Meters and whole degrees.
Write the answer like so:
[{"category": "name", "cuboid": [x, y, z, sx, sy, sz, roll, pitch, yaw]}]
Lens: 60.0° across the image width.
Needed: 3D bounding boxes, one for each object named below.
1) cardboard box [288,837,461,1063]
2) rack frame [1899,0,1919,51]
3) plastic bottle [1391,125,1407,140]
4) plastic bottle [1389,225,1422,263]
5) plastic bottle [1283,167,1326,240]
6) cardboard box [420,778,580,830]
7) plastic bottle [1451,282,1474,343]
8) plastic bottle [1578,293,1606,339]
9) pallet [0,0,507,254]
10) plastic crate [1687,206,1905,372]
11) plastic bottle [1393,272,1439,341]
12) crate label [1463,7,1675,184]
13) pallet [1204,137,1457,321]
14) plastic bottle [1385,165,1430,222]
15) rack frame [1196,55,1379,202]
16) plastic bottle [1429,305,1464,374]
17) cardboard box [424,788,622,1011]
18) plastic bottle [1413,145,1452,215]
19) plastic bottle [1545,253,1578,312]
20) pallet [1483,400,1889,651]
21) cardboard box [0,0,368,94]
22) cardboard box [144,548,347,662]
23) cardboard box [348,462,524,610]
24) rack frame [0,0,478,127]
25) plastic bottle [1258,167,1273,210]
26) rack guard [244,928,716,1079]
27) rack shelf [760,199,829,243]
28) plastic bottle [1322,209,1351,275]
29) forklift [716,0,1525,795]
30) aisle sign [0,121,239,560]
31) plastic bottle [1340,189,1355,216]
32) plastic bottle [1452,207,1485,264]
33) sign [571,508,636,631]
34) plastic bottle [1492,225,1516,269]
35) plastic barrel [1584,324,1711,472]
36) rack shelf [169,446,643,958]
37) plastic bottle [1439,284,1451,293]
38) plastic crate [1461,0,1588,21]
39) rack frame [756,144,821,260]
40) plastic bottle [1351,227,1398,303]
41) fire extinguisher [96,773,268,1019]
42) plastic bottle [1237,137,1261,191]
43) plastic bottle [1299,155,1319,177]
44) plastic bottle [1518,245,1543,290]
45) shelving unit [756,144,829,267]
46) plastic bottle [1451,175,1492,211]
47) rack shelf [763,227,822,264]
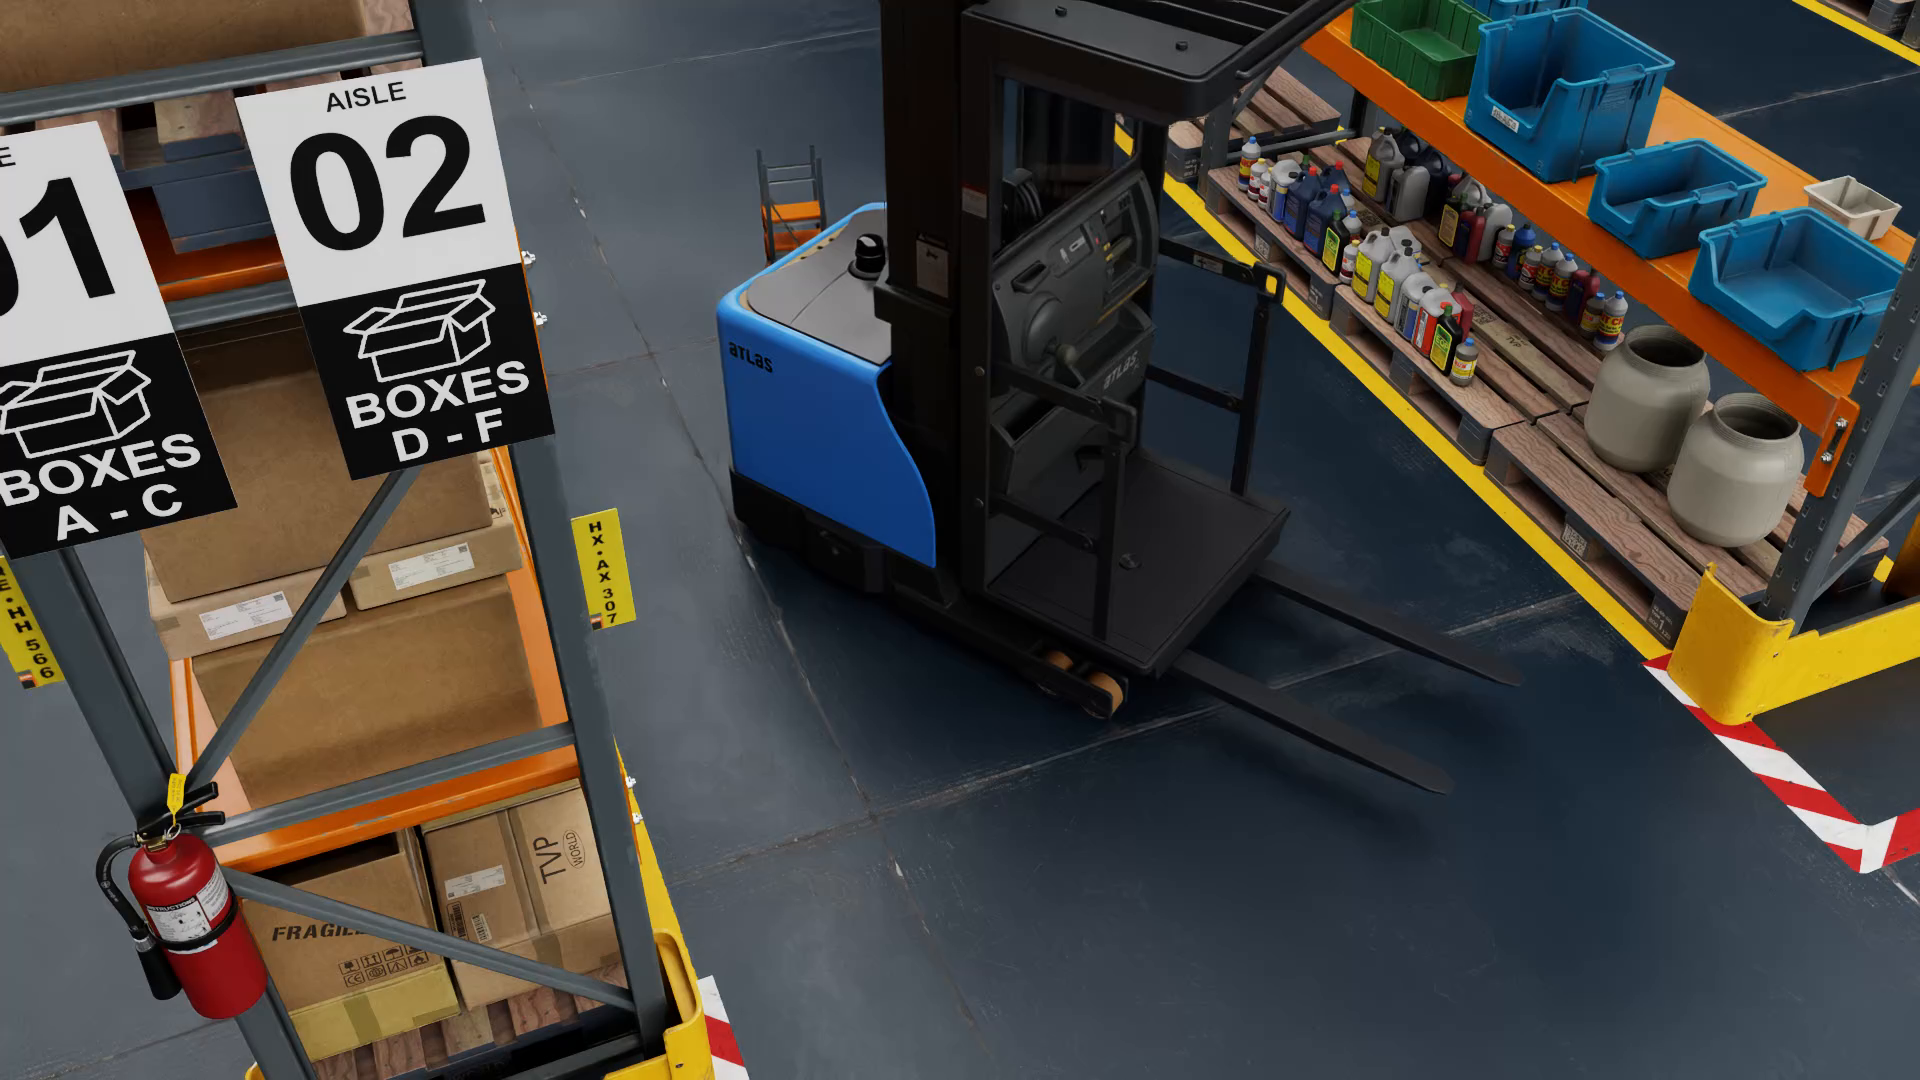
[{"category": "cardboard box", "cuboid": [-1.773, 1.195, 4.846, 0.500, 0.250, 0.500, -15, 43, -17]}, {"category": "rack frame", "cuboid": [6.329, -4.318, 9.470, 1.000, 3.000, 0.127, -15, 43, -17]}, {"category": "plastic bottle", "cuboid": [2.242, -2.011, 8.534, 0.061, 0.283, 0.133, -13, 42, -15]}, {"category": "plastic bottle", "cuboid": [2.040, -1.309, 7.723, 0.152, 0.276, 0.135, -15, 43, -17]}, {"category": "plastic bottle", "cuboid": [1.678, -1.655, 8.068, 0.144, 0.351, 0.185, -14, 43, -16]}, {"category": "cardboard box", "cuboid": [-1.487, 0.481, 5.102, 0.500, 0.500, 0.500, -15, 43, -17]}, {"category": "plastic bottle", "cuboid": [2.203, -0.992, 7.349, 0.061, 0.283, 0.133, -15, 43, -17]}, {"category": "plastic bottle", "cuboid": [2.838, -1.010, 7.433, 0.097, 0.201, 0.097, 0, 41, 0]}, {"category": "pallet", "cuboid": [-1.541, -0.975, 3.351, 1.003, 0.211, 1.213, -15, 43, -17]}, {"category": "plastic crate", "cuboid": [2.815, -0.843, 5.544, 0.499, 0.251, 0.616, -15, 43, -17]}, {"category": "plastic bottle", "cuboid": [2.051, -1.046, 7.417, 0.152, 0.276, 0.135, -16, 43, -18]}, {"category": "crate label", "cuboid": [2.329, -1.727, 6.431, 0.502, 0.435, 0.616, -15, 43, -17]}, {"category": "pallet", "cuboid": [1.971, -1.610, 8.460, 1.003, 0.211, 1.213, -15, 43, -17]}, {"category": "plastic bottle", "cuboid": [2.212, -1.732, 8.215, 0.152, 0.276, 0.135, -15, 43, -17]}, {"category": "rack frame", "cuboid": [1.753, -3.082, 8.033, 1.000, 3.000, 0.127, -15, 43, -17]}, {"category": "plastic bottle", "cuboid": [2.114, -0.872, 7.209, 0.061, 0.283, 0.133, -14, 43, -16]}, {"category": "cardboard box", "cuboid": [-1.294, 1.066, 4.997, 0.500, 0.250, 0.500, -15, 43, -17]}, {"category": "plastic bottle", "cuboid": [2.339, -1.813, 8.252, 0.144, 0.351, 0.185, -17, 44, -19]}, {"category": "plastic bottle", "cuboid": [2.746, -1.181, 7.578, 0.097, 0.271, 0.097, 0, 41, 0]}, {"category": "pallet", "cuboid": [2.905, -0.140, 6.751, 1.003, 0.211, 1.213, -15, 43, -17]}, {"category": "cardboard box", "cuboid": [-1.511, -1.175, 3.006, 0.797, 0.503, 0.637, -12, 42, -14]}, {"category": "cardboard box", "cuboid": [-1.617, 0.095, 3.765, 0.380, 0.149, 0.250, -16, 43, -18]}, {"category": "cardboard box", "cuboid": [-1.246, -0.013, 3.890, 0.380, 0.149, 0.250, -15, 43, -17]}, {"category": "rack frame", "cuboid": [-1.295, -1.714, 1.841, 1.000, 3.000, 0.127, -15, 43, -17]}, {"category": "plastic bottle", "cuboid": [1.547, -1.764, 8.309, 0.097, 0.201, 0.097, 0, 41, 0]}, {"category": "rack guard", "cuboid": [-1.285, 1.523, 4.595, 1.175, 0.500, 0.348, -15, 43, -17]}, {"category": "rack shelf", "cuboid": [-0.685, -1.320, 6.876, 0.258, 0.103, 0.180, -8, 31, -10]}, {"category": "plastic bottle", "cuboid": [1.775, -1.405, 7.830, 0.061, 0.283, 0.133, -13, 42, -15]}, {"category": "forklift", "cuboid": [0.569, -0.865, 5.508, 3.031, 2.935, 1.130, 25, 47, 26]}, {"category": "aisle sign", "cuboid": [-1.541, -0.312, 2.818, 0.394, 0.787, 0.004, -15, 43, -17]}, {"category": "plastic bottle", "cuboid": [1.845, -1.567, 8.027, 0.097, 0.271, 0.097, 0, 41, 0]}, {"category": "plastic bottle", "cuboid": [2.423, -1.467, 7.901, 0.061, 0.283, 0.133, -15, 43, -17]}, {"category": "sign", "cuboid": [-0.780, 0.068, 3.646, 0.100, 0.325, 0.005, -15, 43, -17]}, {"category": "plastic bottle", "cuboid": [2.591, -1.398, 7.884, 0.097, 0.201, 0.097, 0, 41, 0]}, {"category": "plastic barrel", "cuboid": [2.769, -0.568, 6.695, 0.421, 0.512, 0.421, 0, 41, 0]}, {"category": "rack shelf", "cuboid": [-2.060, -0.371, 5.432, 1.077, 0.370, 4.000, -15, 43, -17]}, {"category": "plastic bottle", "cuboid": [2.159, -1.060, 7.491, 0.097, 0.201, 0.097, 0, 41, 0]}, {"category": "plastic crate", "cuboid": [2.427, -2.427, 7.385, 0.499, 0.251, 0.616, -15, 43, -17]}, {"category": "rack frame", "cuboid": [-0.692, -1.093, 7.114, 0.240, 1.200, 0.006, -8, 31, -10]}, {"category": "plastic bottle", "cuboid": [1.913, -1.285, 7.638, 0.144, 0.351, 0.185, -15, 43, -17]}, {"category": "fire extinguisher", "cuboid": [-1.679, 0.778, 3.605, 0.296, 0.674, 0.183, -15, 43, -17]}, {"category": "plastic bottle", "cuboid": [1.470, -1.913, 8.429, 0.097, 0.271, 0.097, 0, 41, 0]}, {"category": "plastic bottle", "cuboid": [1.717, -1.756, 8.238, 0.061, 0.283, 0.133, -15, 43, -17]}, {"category": "plastic bottle", "cuboid": [2.670, -1.274, 7.740, 0.097, 0.201, 0.097, 0, 41, 0]}, {"category": "shelving unit", "cuboid": [-0.673, -1.048, 7.037, 0.258, 1.200, 0.189, -8, 31, -10]}, {"category": "plastic bottle", "cuboid": [2.462, -1.618, 8.025, 0.144, 0.351, 0.185, -15, 43, -17]}, {"category": "rack shelf", "cuboid": [-0.680, -1.217, 6.937, 0.258, 0.103, 0.180, -8, 31, -10]}]
